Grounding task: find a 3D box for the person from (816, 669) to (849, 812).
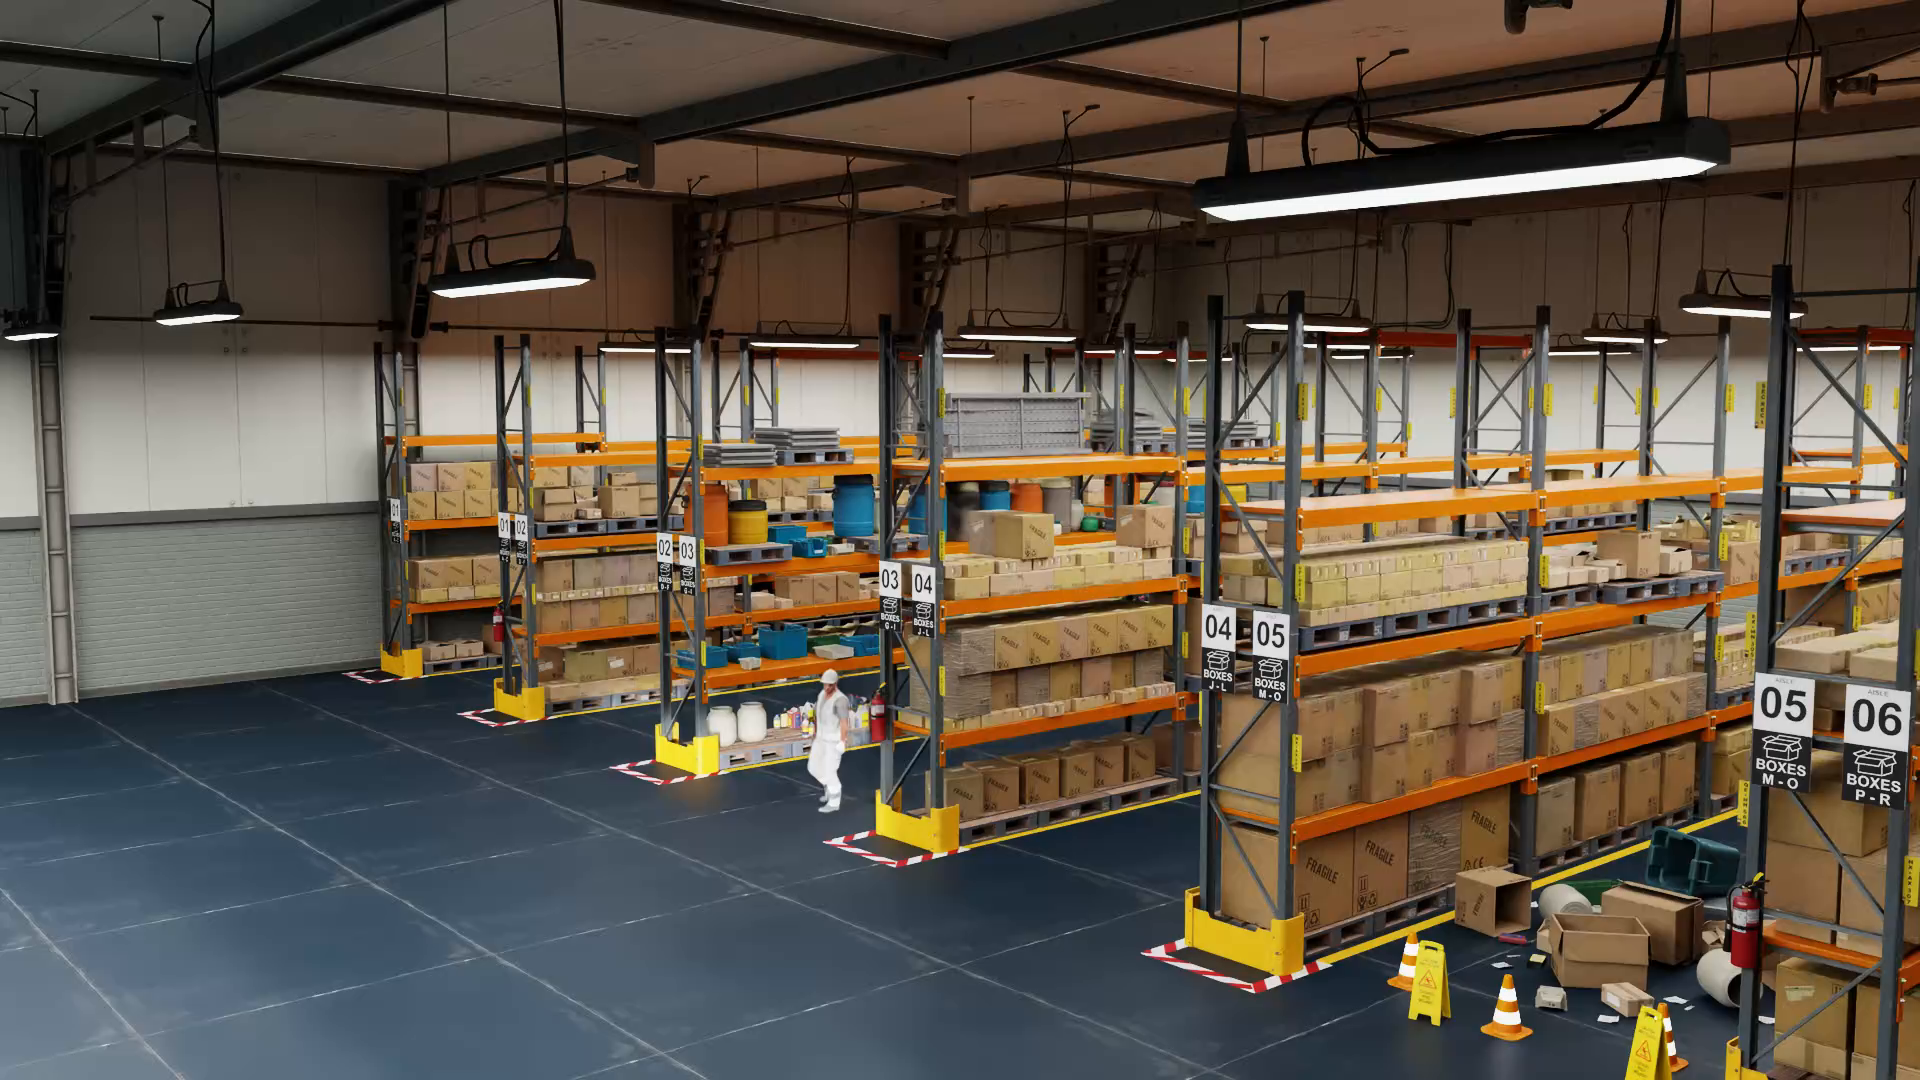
[{"bbox_3d":[-1.563,2.422,20.193,0.471,1.766,0.651,-5,7,-42],"label":"person"}]
